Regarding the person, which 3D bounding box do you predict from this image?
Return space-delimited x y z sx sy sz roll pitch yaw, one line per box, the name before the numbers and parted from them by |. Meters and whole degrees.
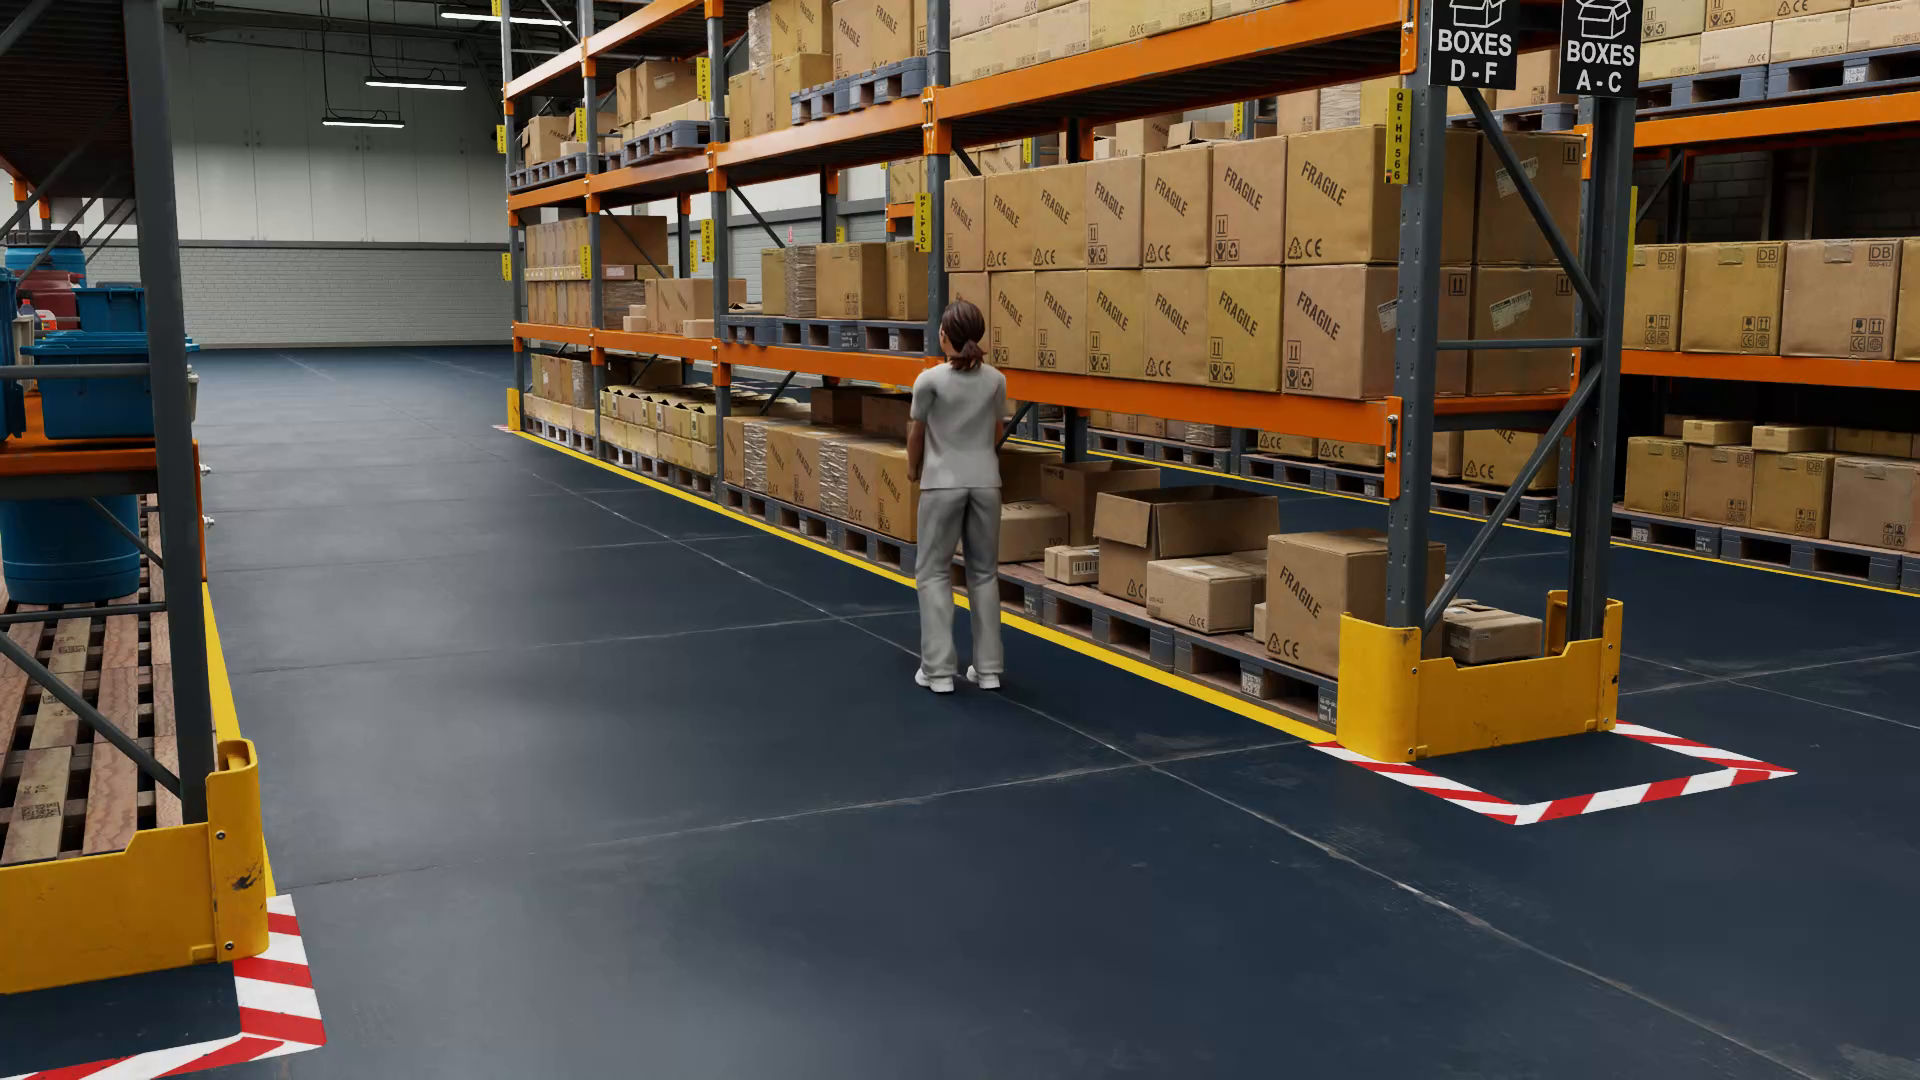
person | -0.021 -0.193 7.166 0.436 1.666 0.554 -3 9 -18
